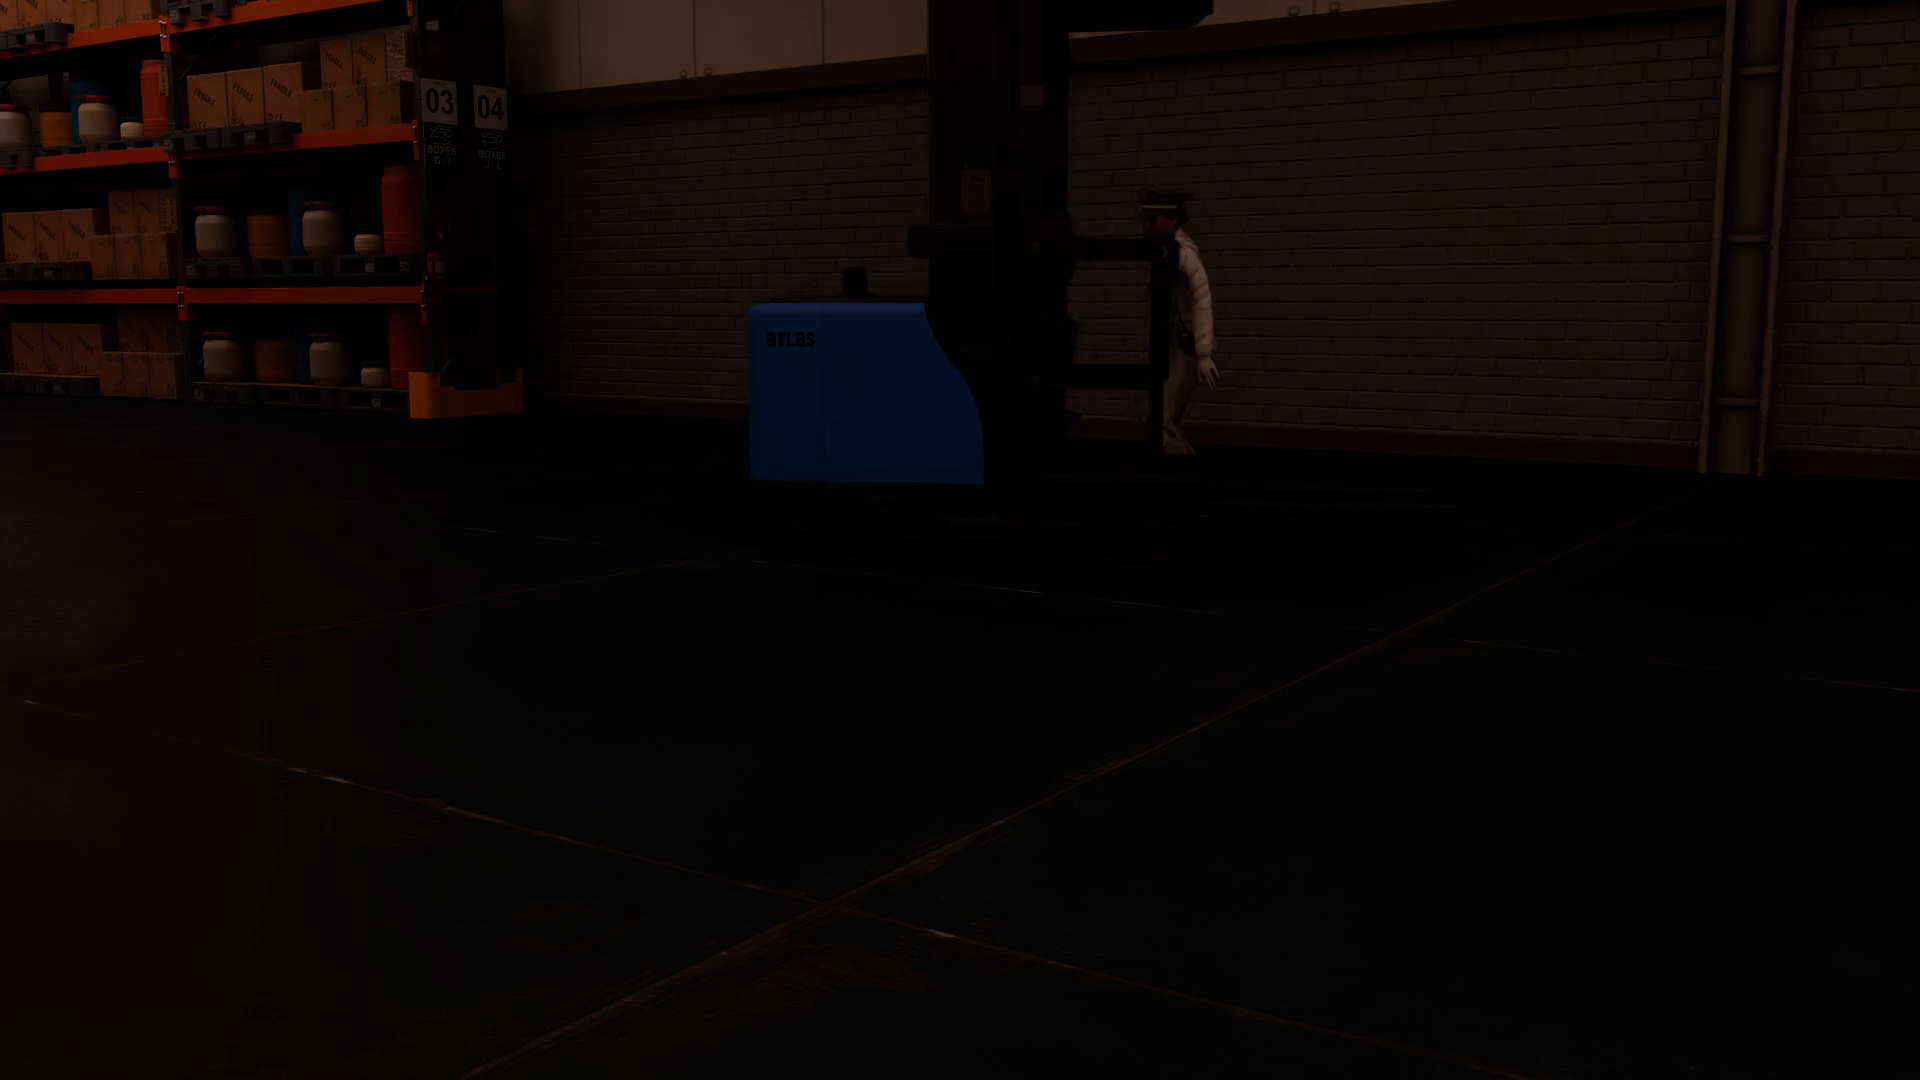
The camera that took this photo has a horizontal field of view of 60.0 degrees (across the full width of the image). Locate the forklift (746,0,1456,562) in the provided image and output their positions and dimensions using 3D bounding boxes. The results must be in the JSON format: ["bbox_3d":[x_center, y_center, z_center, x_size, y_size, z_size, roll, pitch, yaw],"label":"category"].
[{"bbox_3d":[0.626,-1.441,7.325,3.031,2.935,1.130,1,8,8],"label":"forklift"}]

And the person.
[{"bbox_3d":[1.052,-0.877,8.042,0.421,1.635,0.802,0,8,-3],"label":"person"}]
